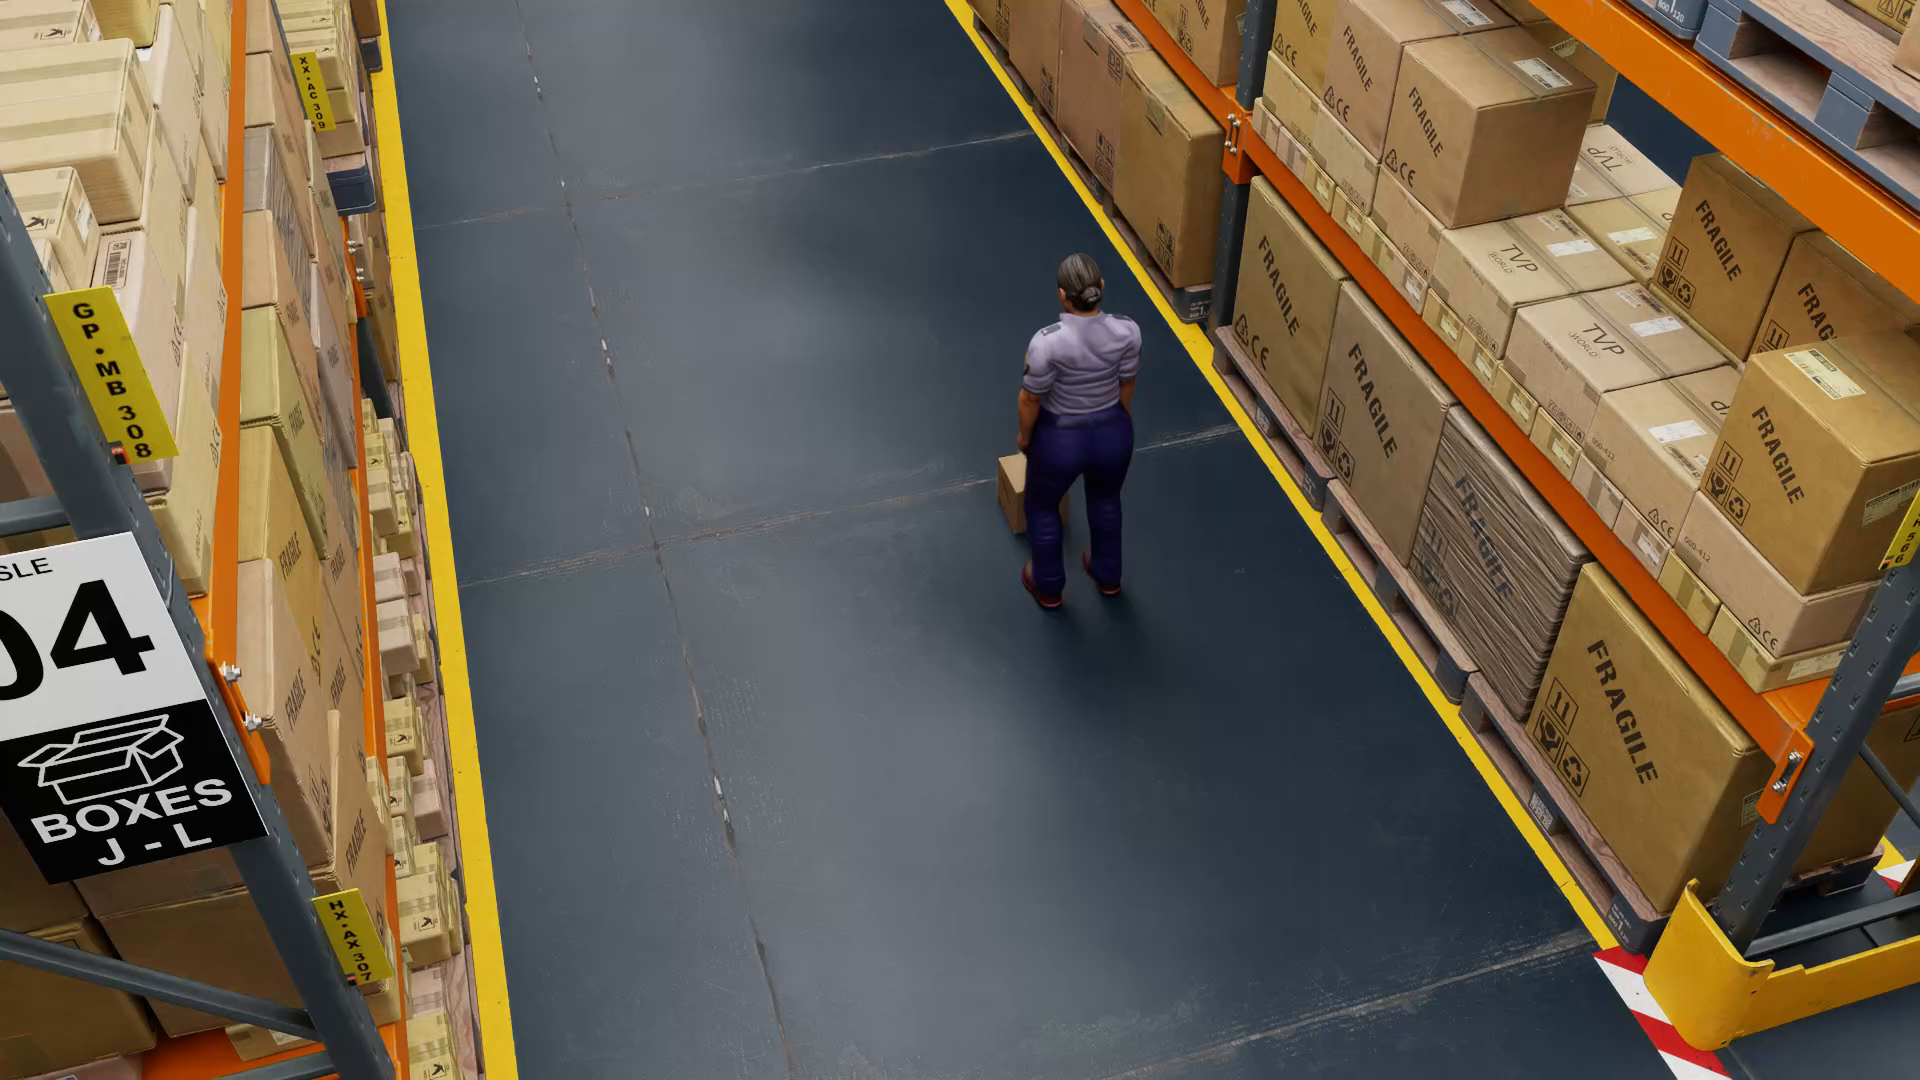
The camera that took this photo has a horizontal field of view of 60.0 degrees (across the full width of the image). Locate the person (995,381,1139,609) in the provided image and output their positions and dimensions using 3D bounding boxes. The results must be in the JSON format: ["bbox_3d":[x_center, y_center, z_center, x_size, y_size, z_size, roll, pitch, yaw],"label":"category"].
[{"bbox_3d":[0.426,-0.160,7.075,0.527,0.794,0.847,-12,44,-13],"label":"person"}]
